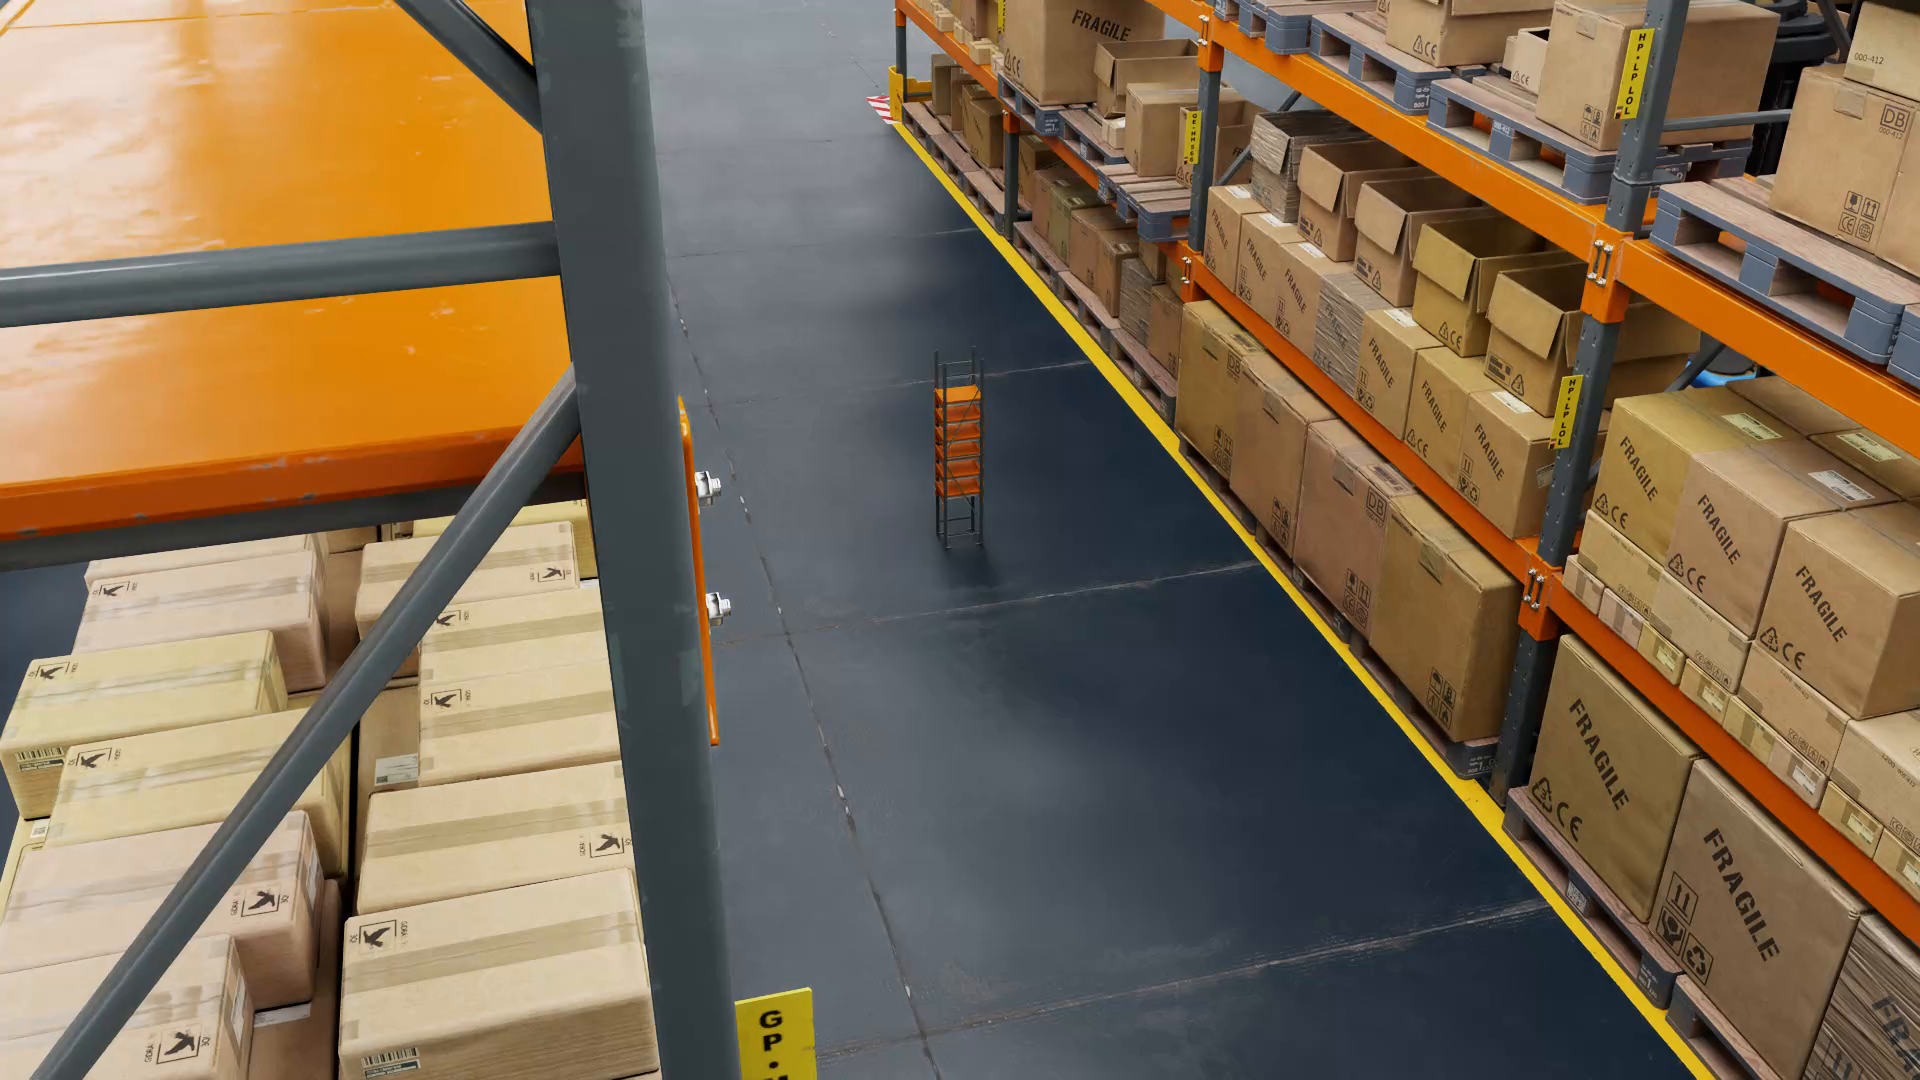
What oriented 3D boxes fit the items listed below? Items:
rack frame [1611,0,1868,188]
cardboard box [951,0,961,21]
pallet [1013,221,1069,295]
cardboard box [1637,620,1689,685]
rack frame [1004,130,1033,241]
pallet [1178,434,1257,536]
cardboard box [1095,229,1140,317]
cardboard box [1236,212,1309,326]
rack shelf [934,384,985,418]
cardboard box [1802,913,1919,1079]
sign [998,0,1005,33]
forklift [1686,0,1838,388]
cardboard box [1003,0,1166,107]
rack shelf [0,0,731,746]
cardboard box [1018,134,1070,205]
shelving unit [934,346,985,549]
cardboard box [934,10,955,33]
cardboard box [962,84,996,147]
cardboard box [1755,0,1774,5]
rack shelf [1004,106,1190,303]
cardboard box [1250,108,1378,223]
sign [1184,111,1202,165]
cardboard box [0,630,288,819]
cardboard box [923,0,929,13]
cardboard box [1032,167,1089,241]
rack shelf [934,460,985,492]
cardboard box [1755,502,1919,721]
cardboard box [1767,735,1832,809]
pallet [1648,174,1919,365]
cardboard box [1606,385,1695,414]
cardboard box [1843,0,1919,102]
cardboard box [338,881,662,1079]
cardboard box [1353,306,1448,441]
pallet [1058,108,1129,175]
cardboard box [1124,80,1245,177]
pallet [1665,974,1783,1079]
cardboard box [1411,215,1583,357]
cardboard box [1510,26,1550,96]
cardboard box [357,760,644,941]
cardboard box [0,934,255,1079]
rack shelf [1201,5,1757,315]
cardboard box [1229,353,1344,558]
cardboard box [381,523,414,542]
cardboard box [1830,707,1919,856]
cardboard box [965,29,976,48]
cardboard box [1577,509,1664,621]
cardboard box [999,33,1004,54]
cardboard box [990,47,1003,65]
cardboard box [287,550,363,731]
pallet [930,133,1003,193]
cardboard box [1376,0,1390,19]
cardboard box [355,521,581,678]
[{"bbox_3d":[3.005,-2.729,5.713,1.000,3.000,0.127,-8,31,-13],"label":"rack frame"},{"bbox_3d":[0.401,-5.115,15.427,0.875,0.500,0.500,-8,31,-13],"label":"cardboard box"},{"bbox_3d":[1.090,-2.413,13.940,1.003,0.211,1.213,-8,31,-13],"label":"pallet"},{"bbox_3d":[2.903,0.418,6.516,0.380,0.149,0.250,-7,31,-12],"label":"cardboard box"},{"bbox_3d":[0.882,-3.996,13.891,1.000,3.000,0.127,-8,31,-13],"label":"rack frame"},{"bbox_3d":[2.080,-0.467,10.577,1.003,0.211,1.213,-8,31,-13],"label":"pallet"},{"bbox_3d":[1.430,-2.033,12.555,0.700,0.500,0.500,-5,30,-9],"label":"cardboard box"},{"bbox_3d":[1.949,-1.588,9.630,0.500,0.500,0.500,-9,31,-15],"label":"cardboard box"},{"bbox_3d":[-0.004,-0.799,9.535,0.258,0.103,0.180,-8,31,-13],"label":"rack shelf"},{"bbox_3d":[3.578,1.799,5.580,0.875,0.875,0.875,-8,31,-13],"label":"cardboard box"},{"bbox_3d":[0.361,-4.295,13.543,0.100,0.325,0.005,-8,31,-13],"label":"sign"},{"bbox_3d":[4.328,-2.009,10.526,1.130,2.935,3.031,-8,31,-14],"label":"forklift"},{"bbox_3d":[0.958,-4.035,12.940,1.000,1.000,1.000,-8,31,-13],"label":"cardboard box"},{"bbox_3d":[-1.273,-0.839,3.170,1.077,0.370,4.000,-8,31,-13],"label":"rack shelf"},{"bbox_3d":[0.814,-3.295,14.755,0.500,0.500,0.500,-9,31,-15],"label":"cardboard box"},{"bbox_3d":[-0.004,-0.526,9.693,0.258,1.200,0.189,-8,31,-13],"label":"shelving unit"},{"bbox_3d":[-0.029,-4.913,15.725,0.380,0.149,0.250,-8,31,-13],"label":"cardboard box"},{"bbox_3d":[0.309,-4.135,16.207,0.500,0.500,0.500,-5,30,-9],"label":"cardboard box"},{"bbox_3d":[9.435,-6.030,18.982,0.500,0.500,0.500,-8,31,-13],"label":"cardboard box"},{"bbox_3d":[1.413,-2.719,12.402,1.077,0.370,4.000,-8,31,-13],"label":"rack shelf"},{"bbox_3d":[2.122,-2.186,9.663,0.797,0.503,0.637,-7,31,-12],"label":"cardboard box"},{"bbox_3d":[1.423,-2.454,10.150,0.100,0.325,0.005,-8,31,-13],"label":"sign"},{"bbox_3d":[-1.328,0.297,2.731,0.380,0.149,0.250,-7,31,-12],"label":"cardboard box"},{"bbox_3d":[-0.148,-5.286,16.370,0.380,0.149,0.250,-8,31,-13],"label":"cardboard box"},{"bbox_3d":[1.024,-2.805,13.890,0.700,0.500,0.500,-10,32,-17],"label":"cardboard box"},{"bbox_3d":[-0.004,-0.384,9.775,0.258,0.103,0.180,-8,31,-13],"label":"rack shelf"},{"bbox_3d":[3.152,0.234,5.686,0.500,0.500,0.500,-9,31,-15],"label":"cardboard box"},{"bbox_3d":[3.108,0.789,5.874,0.380,0.149,0.250,-7,31,-13],"label":"cardboard box"},{"bbox_3d":[3.212,-0.996,5.801,1.003,0.211,1.213,-8,31,-13],"label":"pallet"},{"bbox_3d":[3.124,-0.431,7.632,0.500,0.500,0.500,-8,31,-13],"label":"cardboard box"},{"bbox_3d":[3.249,-1.568,5.335,0.500,0.250,0.500,-10,31,-16],"label":"cardboard box"},{"bbox_3d":[-0.611,0.709,2.418,0.500,0.250,0.500,-7,31,-12],"label":"cardboard box"},{"bbox_3d":[2.348,-0.857,8.367,0.500,0.500,0.500,-8,31,-14],"label":"cardboard box"},{"bbox_3d":[1.379,-2.932,12.244,1.003,0.211,1.213,-8,31,-13],"label":"pallet"},{"bbox_3d":[1.517,-2.801,11.307,0.700,0.500,0.500,-3,30,-6],"label":"cardboard box"},{"bbox_3d":[3.459,2.043,6.242,1.003,0.211,1.213,-8,31,-13],"label":"pallet"},{"bbox_3d":[2.657,-1.250,8.046,0.797,0.503,0.637,-8,31,-13],"label":"cardboard box"},{"bbox_3d":[2.801,-2.116,7.317,0.500,0.311,0.500,-9,31,-15],"label":"cardboard box"},{"bbox_3d":[-0.659,0.476,2.423,0.380,0.149,0.250,-7,31,-11],"label":"cardboard box"},{"bbox_3d":[-1.114,0.667,2.094,0.380,0.149,0.250,-8,31,-14],"label":"cardboard box"},{"bbox_3d":[2.474,-2.085,8.313,1.077,0.370,4.000,-8,31,-13],"label":"rack shelf"},{"bbox_3d":[2.336,-0.559,9.654,1.225,0.875,0.875,-8,31,-13],"label":"cardboard box"},{"bbox_3d":[-1.006,-0.028,3.691,0.500,0.250,0.500,-9,31,-15],"label":"cardboard box"},{"bbox_3d":[3.271,0.795,5.466,0.500,0.250,0.500,-8,31,-13],"label":"cardboard box"},{"bbox_3d":[0.257,-4.563,15.120,0.380,0.149,0.250,-8,31,-13],"label":"cardboard box"},{"bbox_3d":[2.877,0.066,6.726,0.500,0.250,0.500,-8,31,-14],"label":"cardboard box"},{"bbox_3d":[0.822,-4.394,14.181,0.875,0.500,0.500,-8,31,-13],"label":"cardboard box"},{"bbox_3d":[0.476,-4.203,14.499,0.380,0.149,0.250,-8,31,-13],"label":"cardboard box"},{"bbox_3d":[-1.380,0.277,3.164,0.500,0.250,0.500,-7,31,-13],"label":"cardboard box"},{"bbox_3d":[0.342,-3.699,16.162,1.003,0.211,1.213,-8,31,-13],"label":"pallet"},{"bbox_3d":[2.489,-2.897,8.479,0.500,0.500,0.500,-6,31,-11],"label":"cardboard box"},{"bbox_3d":[-0.895,0.107,3.060,0.380,0.149,0.250,-7,31,-12],"label":"cardboard box"}]
